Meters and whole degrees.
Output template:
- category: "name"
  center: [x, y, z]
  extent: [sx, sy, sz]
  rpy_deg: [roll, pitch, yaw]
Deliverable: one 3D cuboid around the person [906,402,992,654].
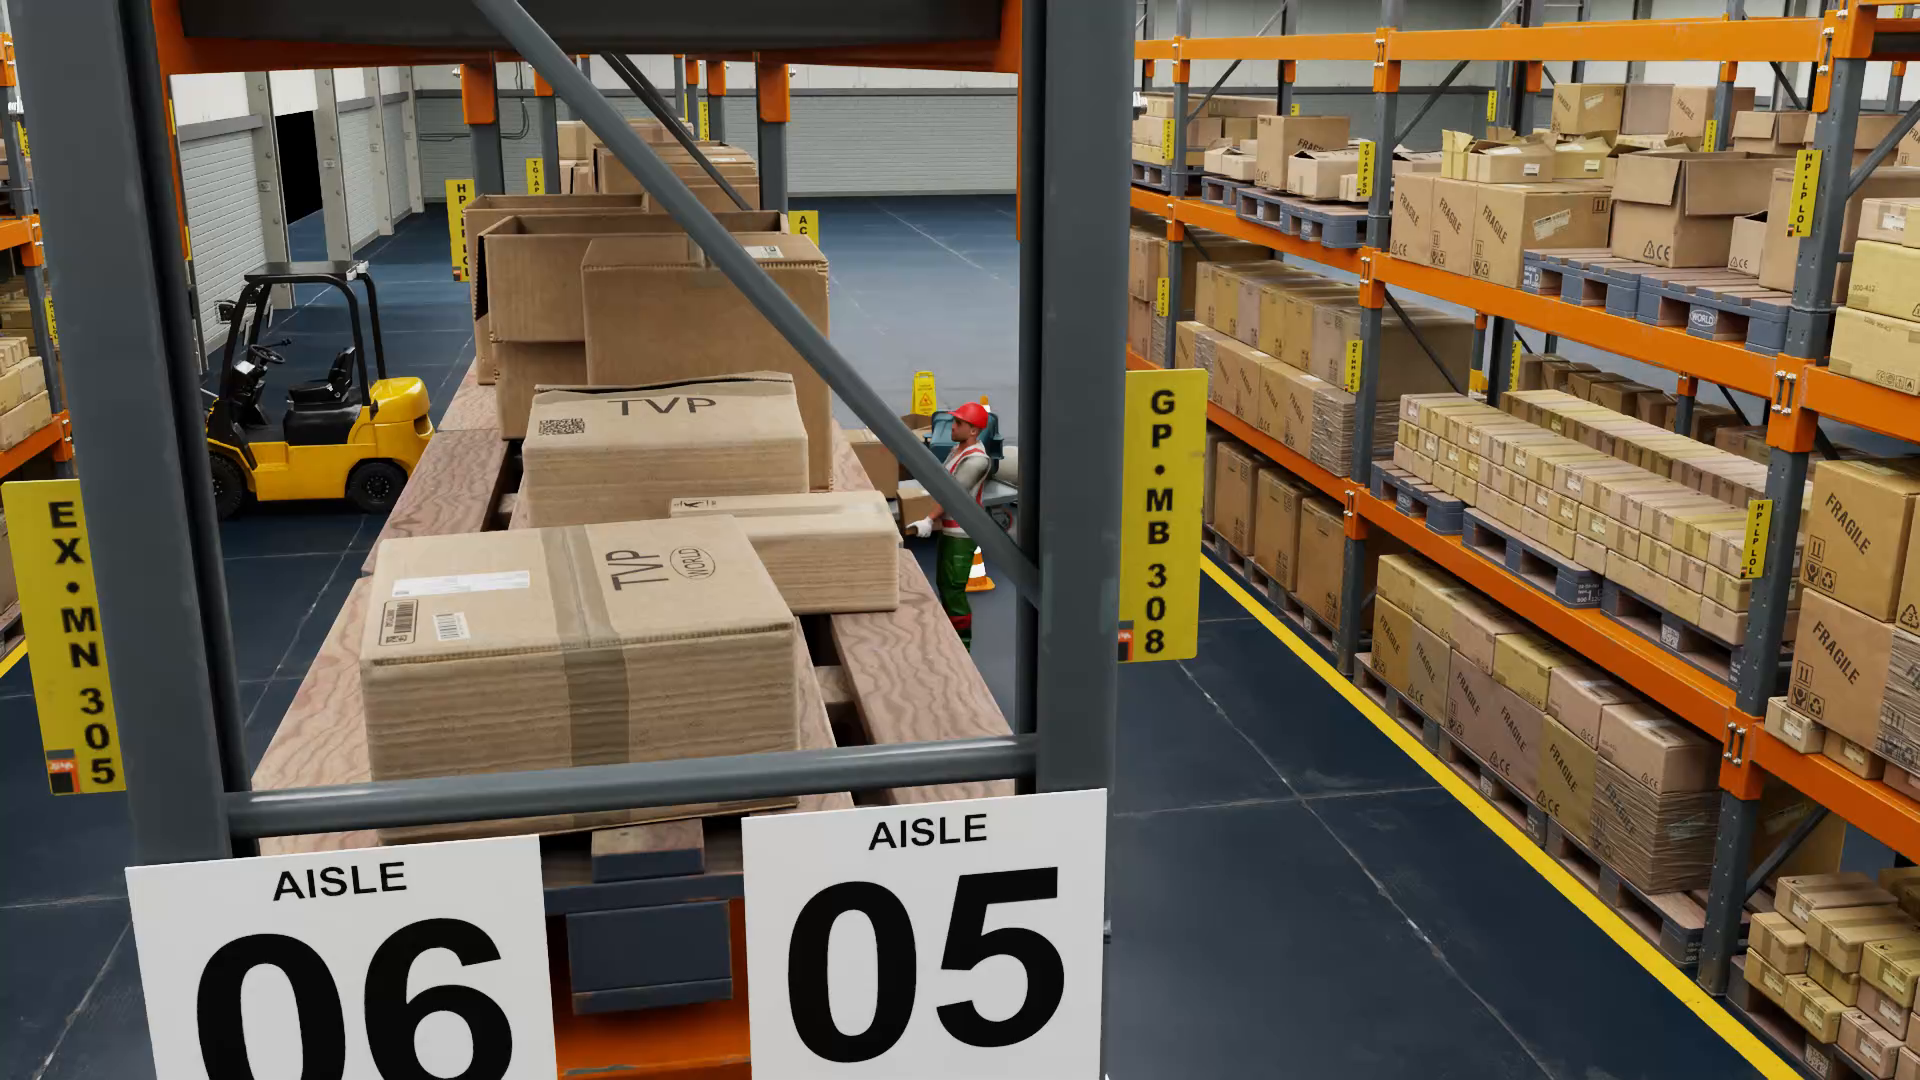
- category: "person"
  center: [-0.096, -0.045, 11.157]
  extent: [0.573, 1.782, 0.494]
  rpy_deg: [-3, 16, -10]
